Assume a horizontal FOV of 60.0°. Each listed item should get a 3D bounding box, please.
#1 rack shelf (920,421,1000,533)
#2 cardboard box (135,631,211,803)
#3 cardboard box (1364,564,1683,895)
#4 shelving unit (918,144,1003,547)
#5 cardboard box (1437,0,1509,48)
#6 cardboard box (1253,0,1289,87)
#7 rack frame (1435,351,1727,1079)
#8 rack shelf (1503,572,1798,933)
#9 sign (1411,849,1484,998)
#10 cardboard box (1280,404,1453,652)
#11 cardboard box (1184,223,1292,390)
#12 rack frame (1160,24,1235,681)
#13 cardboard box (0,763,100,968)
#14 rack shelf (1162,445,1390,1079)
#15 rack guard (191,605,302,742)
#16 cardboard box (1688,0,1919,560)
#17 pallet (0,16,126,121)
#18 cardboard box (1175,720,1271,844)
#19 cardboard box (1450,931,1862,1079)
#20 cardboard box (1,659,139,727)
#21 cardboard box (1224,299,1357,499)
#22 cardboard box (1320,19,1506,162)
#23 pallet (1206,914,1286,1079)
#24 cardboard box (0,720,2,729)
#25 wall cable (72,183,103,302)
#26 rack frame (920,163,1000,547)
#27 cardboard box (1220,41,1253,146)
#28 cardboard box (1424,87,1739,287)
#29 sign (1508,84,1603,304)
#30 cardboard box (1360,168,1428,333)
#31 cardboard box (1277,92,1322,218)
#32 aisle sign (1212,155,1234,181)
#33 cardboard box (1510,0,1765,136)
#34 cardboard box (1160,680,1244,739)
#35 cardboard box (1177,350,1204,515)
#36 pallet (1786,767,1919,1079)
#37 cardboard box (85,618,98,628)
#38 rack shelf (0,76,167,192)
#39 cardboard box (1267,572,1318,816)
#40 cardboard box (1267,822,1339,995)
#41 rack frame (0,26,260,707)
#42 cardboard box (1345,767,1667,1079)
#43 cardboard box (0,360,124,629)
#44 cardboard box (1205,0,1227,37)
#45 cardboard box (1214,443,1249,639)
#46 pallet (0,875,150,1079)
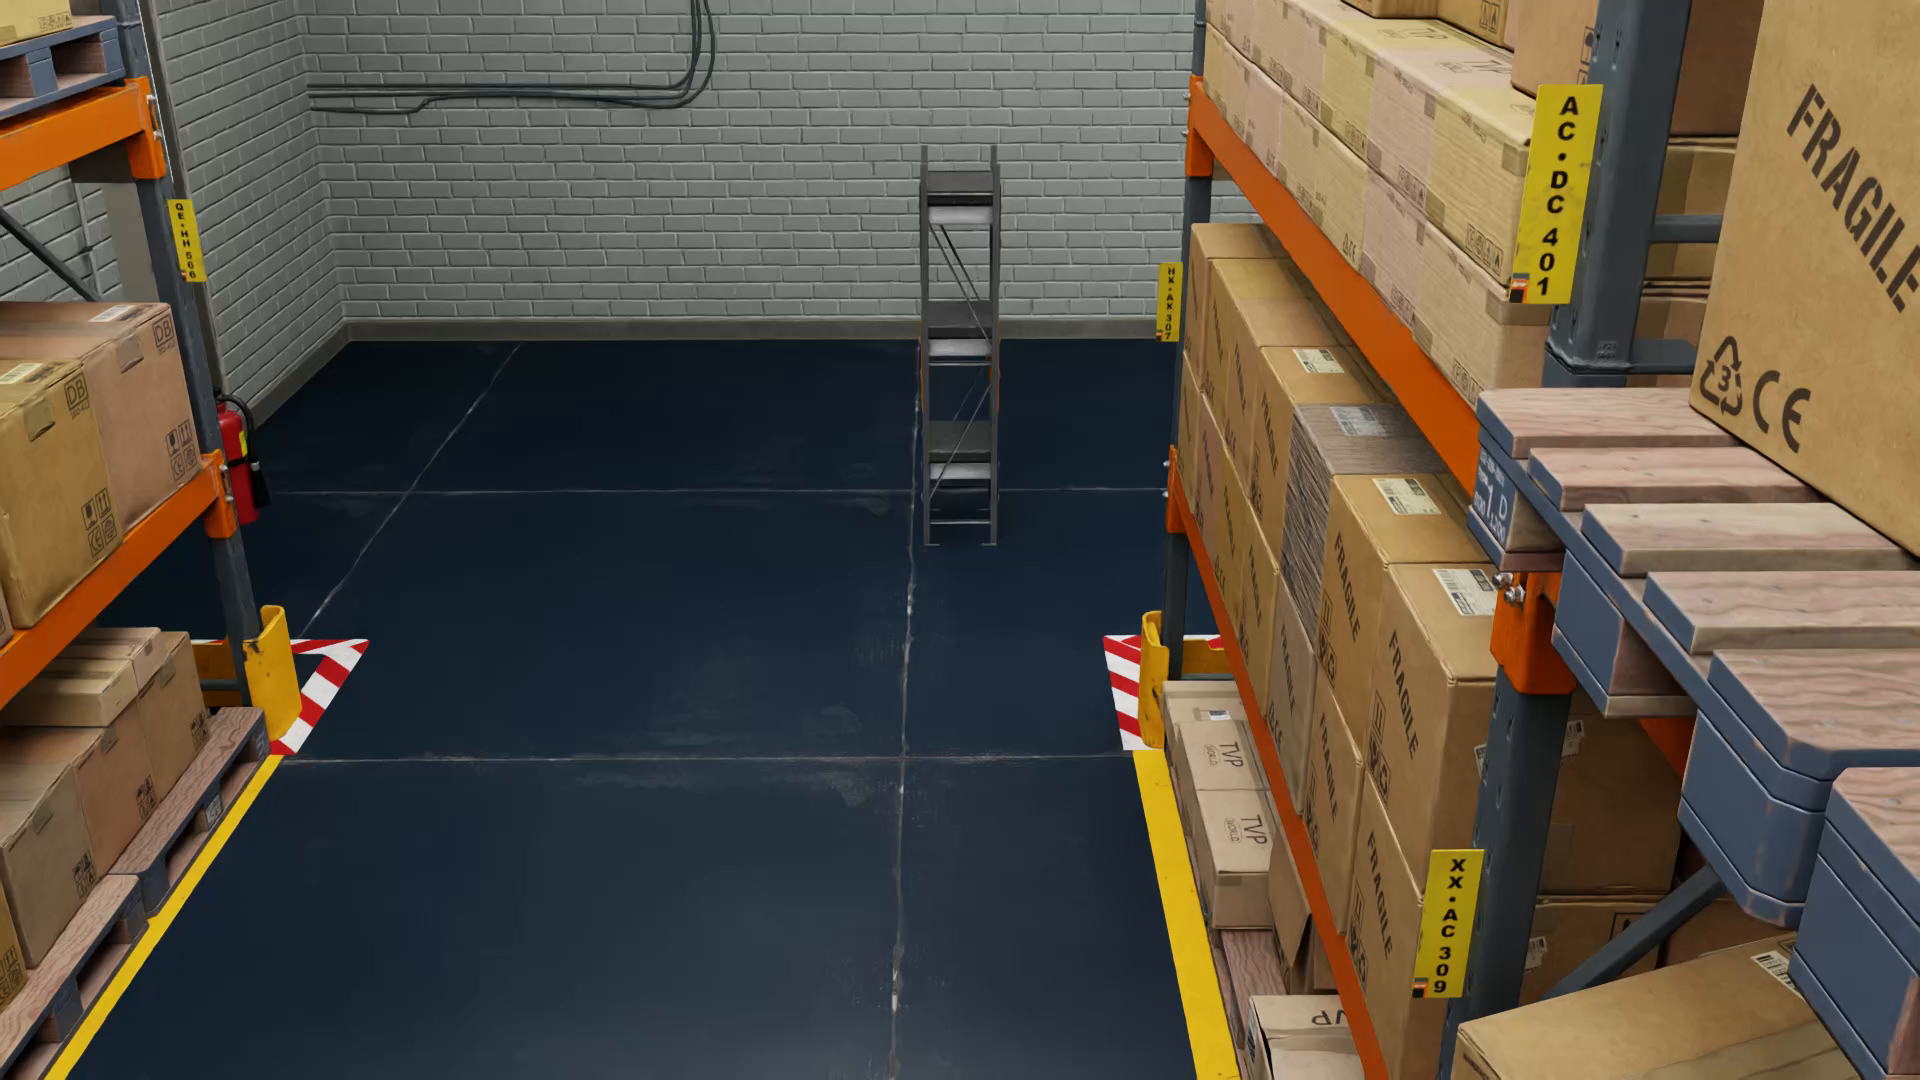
[{"bbox_3d":[-0.002,-0.375,9.262,0.431,0.518,0.480,0,24,-1],"label":"rack shelf"},{"bbox_3d":[-3.461,0.698,6.589,0.700,0.500,0.500,0,24,-1],"label":"cardboard box"},{"bbox_3d":[1.164,0.379,3.437,0.500,0.500,0.500,0,24,0],"label":"cardboard box"},{"bbox_3d":[-0.002,-1.025,8.968,0.431,2.100,0.503,0,24,-1],"label":"shelving unit"},{"bbox_3d":[1.510,-1.393,3.716,0.700,0.500,0.500,0,24,-1],"label":"cardboard box"},{"bbox_3d":[1.141,-1.462,4.778,0.500,0.250,0.500,0,24,-1],"label":"cardboard box"},{"bbox_3d":[1.429,1.087,3.206,1.000,3.000,0.127,0,24,-1],"label":"rack frame"},{"bbox_3d":[1.451,0.873,0.914,1.077,0.370,4.000,0,24,-1],"label":"rack shelf"},{"bbox_3d":[0.886,0.698,3.015,0.100,0.325,0.005,0,24,-1],"label":"sign"},{"bbox_3d":[1.151,-0.040,4.363,0.500,0.500,0.500,0,24,0],"label":"cardboard box"},{"bbox_3d":[1.126,-0.878,6.217,0.500,0.500,0.500,0,24,1],"label":"cardboard box"},{"bbox_3d":[1.385,-0.561,6.850,1.000,3.000,0.127,0,24,-1],"label":"rack frame"},{"bbox_3d":[-3.449,1.112,5.675,0.700,0.500,0.500,-1,24,-2],"label":"cardboard box"},{"bbox_3d":[1.407,0.591,5.176,1.077,0.370,4.000,0,24,-1],"label":"rack shelf"},{"bbox_3d":[-3.568,0.592,7.335,1.175,0.500,0.348,0,24,-1],"label":"rack guard"},{"bbox_3d":[1.361,-0.354,2.000,0.600,0.600,0.600,-3,24,-6],"label":"cardboard box"},{"bbox_3d":[-3.550,-1.558,5.522,1.003,0.211,1.213,0,24,-1],"label":"pallet"},{"bbox_3d":[1.113,0.923,6.372,0.500,0.250,0.500,0,24,-1],"label":"cardboard box"},{"bbox_3d":[1.210,1.047,2.665,0.700,0.500,0.500,-9,26,-18],"label":"cardboard box"},{"bbox_3d":[-3.273,0.560,6.108,0.380,0.149,0.250,0,24,1],"label":"cardboard box"},{"bbox_3d":[1.140,-0.456,5.285,0.500,0.500,0.500,0,24,0],"label":"cardboard box"},{"bbox_3d":[1.147,-1.050,3.867,0.500,0.250,0.500,0,24,-1],"label":"cardboard box"},{"bbox_3d":[1.406,1.571,5.521,1.003,0.211,1.213,0,24,-1],"label":"pallet"},{"bbox_3d":[-3.653,0.664,5.878,0.380,0.149,0.250,0,24,0],"label":"cardboard box"},{"bbox_3d":[-4.528,-1.523,7.745,0.084,1.984,1.851,0,24,-1],"label":"wall cable"},{"bbox_3d":[0.001,-0.924,8.746,0.400,2.100,0.015,0,24,-1],"label":"rack frame"},{"bbox_3d":[1.129,-1.440,5.337,0.500,0.250,0.500,0,24,-1],"label":"cardboard box"},{"bbox_3d":[1.152,-0.638,2.956,0.500,0.250,0.500,0,24,-1],"label":"cardboard box"},{"bbox_3d":[0.886,-0.509,2.469,0.100,0.325,0.005,0,24,-1],"label":"sign"},{"bbox_3d":[1.163,-0.616,3.515,0.500,0.250,0.500,0,24,-1],"label":"cardboard box"},{"bbox_3d":[1.148,-1.028,4.426,0.500,0.250,0.500,0,24,-1],"label":"cardboard box"},{"bbox_3d":[1.091,-1.772,6.374,0.394,0.787,0.004,0,24,-1],"label":"aisle sign"},{"bbox_3d":[1.385,-0.981,2.804,0.700,0.500,0.500,0,24,-1],"label":"cardboard box"},{"bbox_3d":[1.046,0.712,6.962,0.380,0.149,0.250,0,24,-1],"label":"cardboard box"},{"bbox_3d":[1.126,-0.422,6.423,0.500,0.500,0.500,0,24,1],"label":"cardboard box"},{"bbox_3d":[1.380,0.503,1.087,1.213,0.211,1.003,0,24,-1],"label":"pallet"},{"bbox_3d":[-3.662,0.352,6.568,0.380,0.149,0.250,0,24,0],"label":"cardboard box"},{"bbox_3d":[-3.546,-0.752,4.506,1.077,0.370,4.000,0,24,-1],"label":"rack shelf"},{"bbox_3d":[1.152,0.413,4.576,0.500,0.500,0.500,0,24,1],"label":"cardboard box"},{"bbox_3d":[1.403,1.250,5.341,0.797,0.503,0.637,0,24,-1],"label":"cardboard box"},{"bbox_3d":[-3.568,-0.537,6.798,1.000,3.000,0.127,0,24,-1],"label":"rack frame"},{"bbox_3d":[1.167,0.837,3.638,0.500,0.500,0.500,0,24,0],"label":"cardboard box"},{"bbox_3d":[-3.534,-0.164,5.608,0.980,0.700,0.700,0,24,-1],"label":"cardboard box"},{"bbox_3d":[1.130,-1.874,5.689,0.500,0.250,0.500,0,24,-1],"label":"cardboard box"},{"bbox_3d":[1.140,-0.003,5.495,0.500,0.500,0.500,0,24,-1],"label":"cardboard box"},{"bbox_3d":[-3.471,1.564,5.536,1.003,0.211,1.213,0,24,-1],"label":"pallet"}]
